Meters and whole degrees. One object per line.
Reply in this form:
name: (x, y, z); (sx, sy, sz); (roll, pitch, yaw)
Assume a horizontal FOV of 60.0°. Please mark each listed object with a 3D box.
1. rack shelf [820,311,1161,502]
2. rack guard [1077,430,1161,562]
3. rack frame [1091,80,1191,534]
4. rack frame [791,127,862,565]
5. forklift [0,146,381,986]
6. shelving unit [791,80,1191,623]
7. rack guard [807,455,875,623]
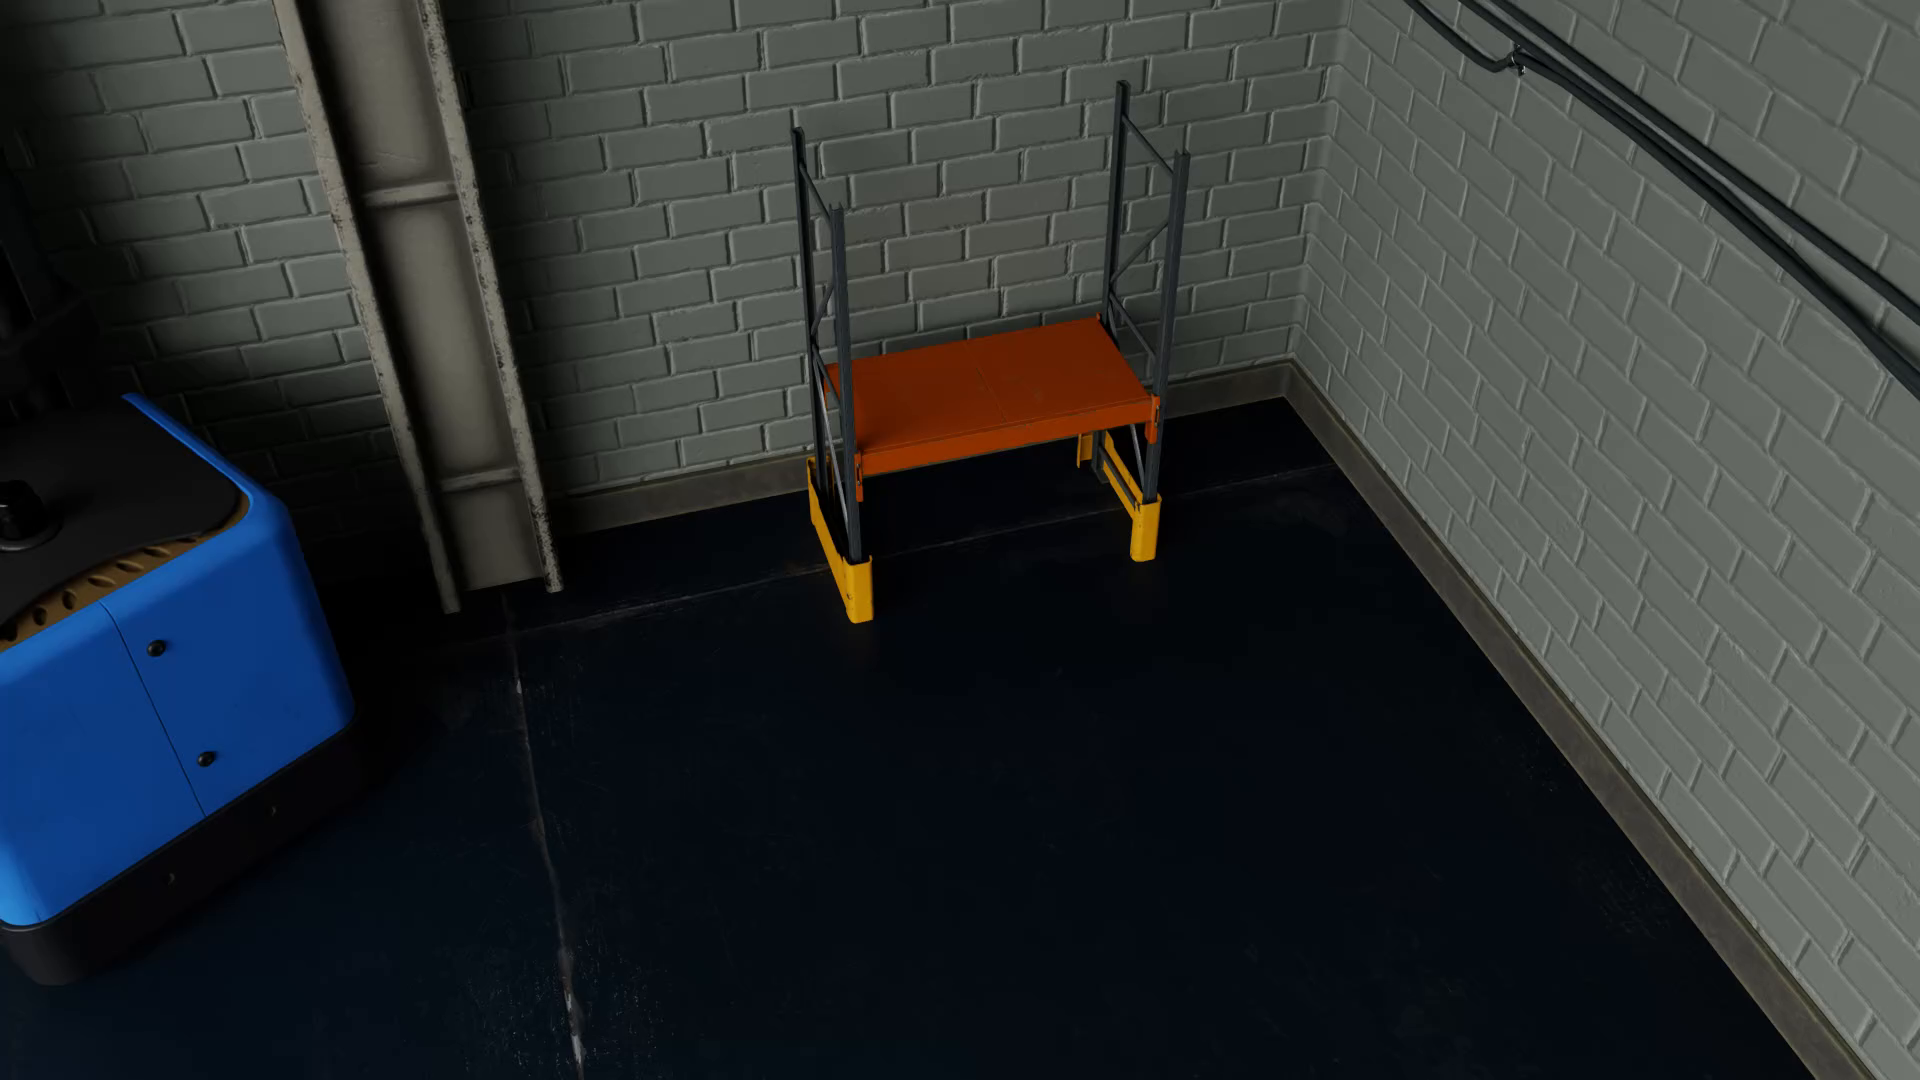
rack shelf: (0.081, -0.446, 5.394); (1.000, 0.185, 0.538); (-12, 42, -13)
rack guard: (0.548, -0.208, 5.798); (0.087, 0.250, 0.587); (-12, 42, -13)
rack frame: (0.566, -0.682, 5.391); (0.032, 1.500, 0.500); (-12, 42, -13)
rack frame: (-0.404, -0.481, 5.161); (0.032, 1.500, 0.500); (-12, 42, -13)
forklift: (-3.143, -0.776, 4.411); (3.031, 2.935, 1.130); (30, 49, 30)
shelving unit: (0.073, -0.580, 5.274); (1.083, 1.500, 0.587); (-12, 42, -13)
rack guard: (-0.402, -0.011, 5.572); (0.087, 0.250, 0.587); (-12, 42, -13)
